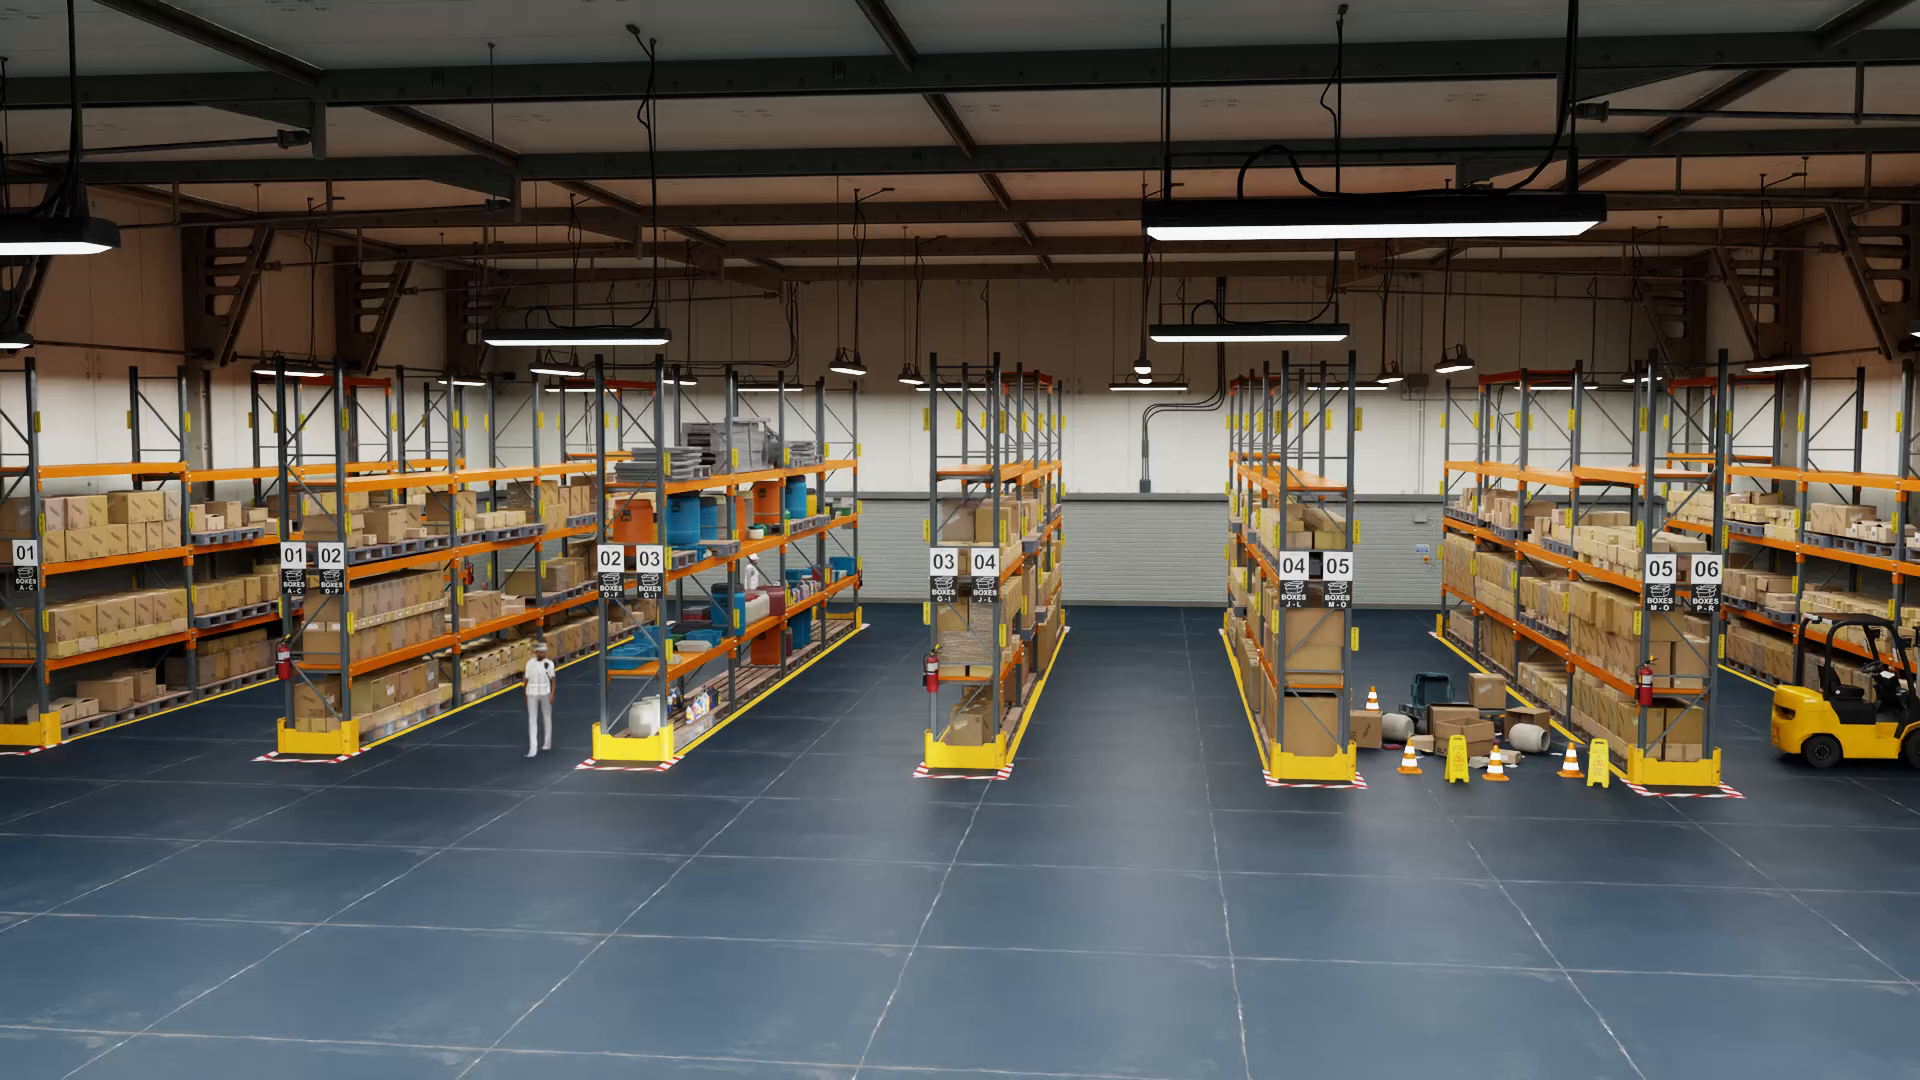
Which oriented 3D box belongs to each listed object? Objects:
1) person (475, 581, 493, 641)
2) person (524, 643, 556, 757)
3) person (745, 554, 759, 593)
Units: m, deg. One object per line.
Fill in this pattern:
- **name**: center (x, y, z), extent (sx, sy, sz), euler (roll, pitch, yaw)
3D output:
- **person**: center (-10.149, 1.671, 35.565), extent (0.533, 1.594, 1.011), euler (0, 4, 4)
- **person**: center (-6.380, 2.407, 25.273), extent (0.477, 1.670, 0.731), euler (-1, 4, -15)
- **person**: center (-5.126, 1.218, 41.037), extent (0.418, 1.784, 0.568), euler (0, 4, -5)
